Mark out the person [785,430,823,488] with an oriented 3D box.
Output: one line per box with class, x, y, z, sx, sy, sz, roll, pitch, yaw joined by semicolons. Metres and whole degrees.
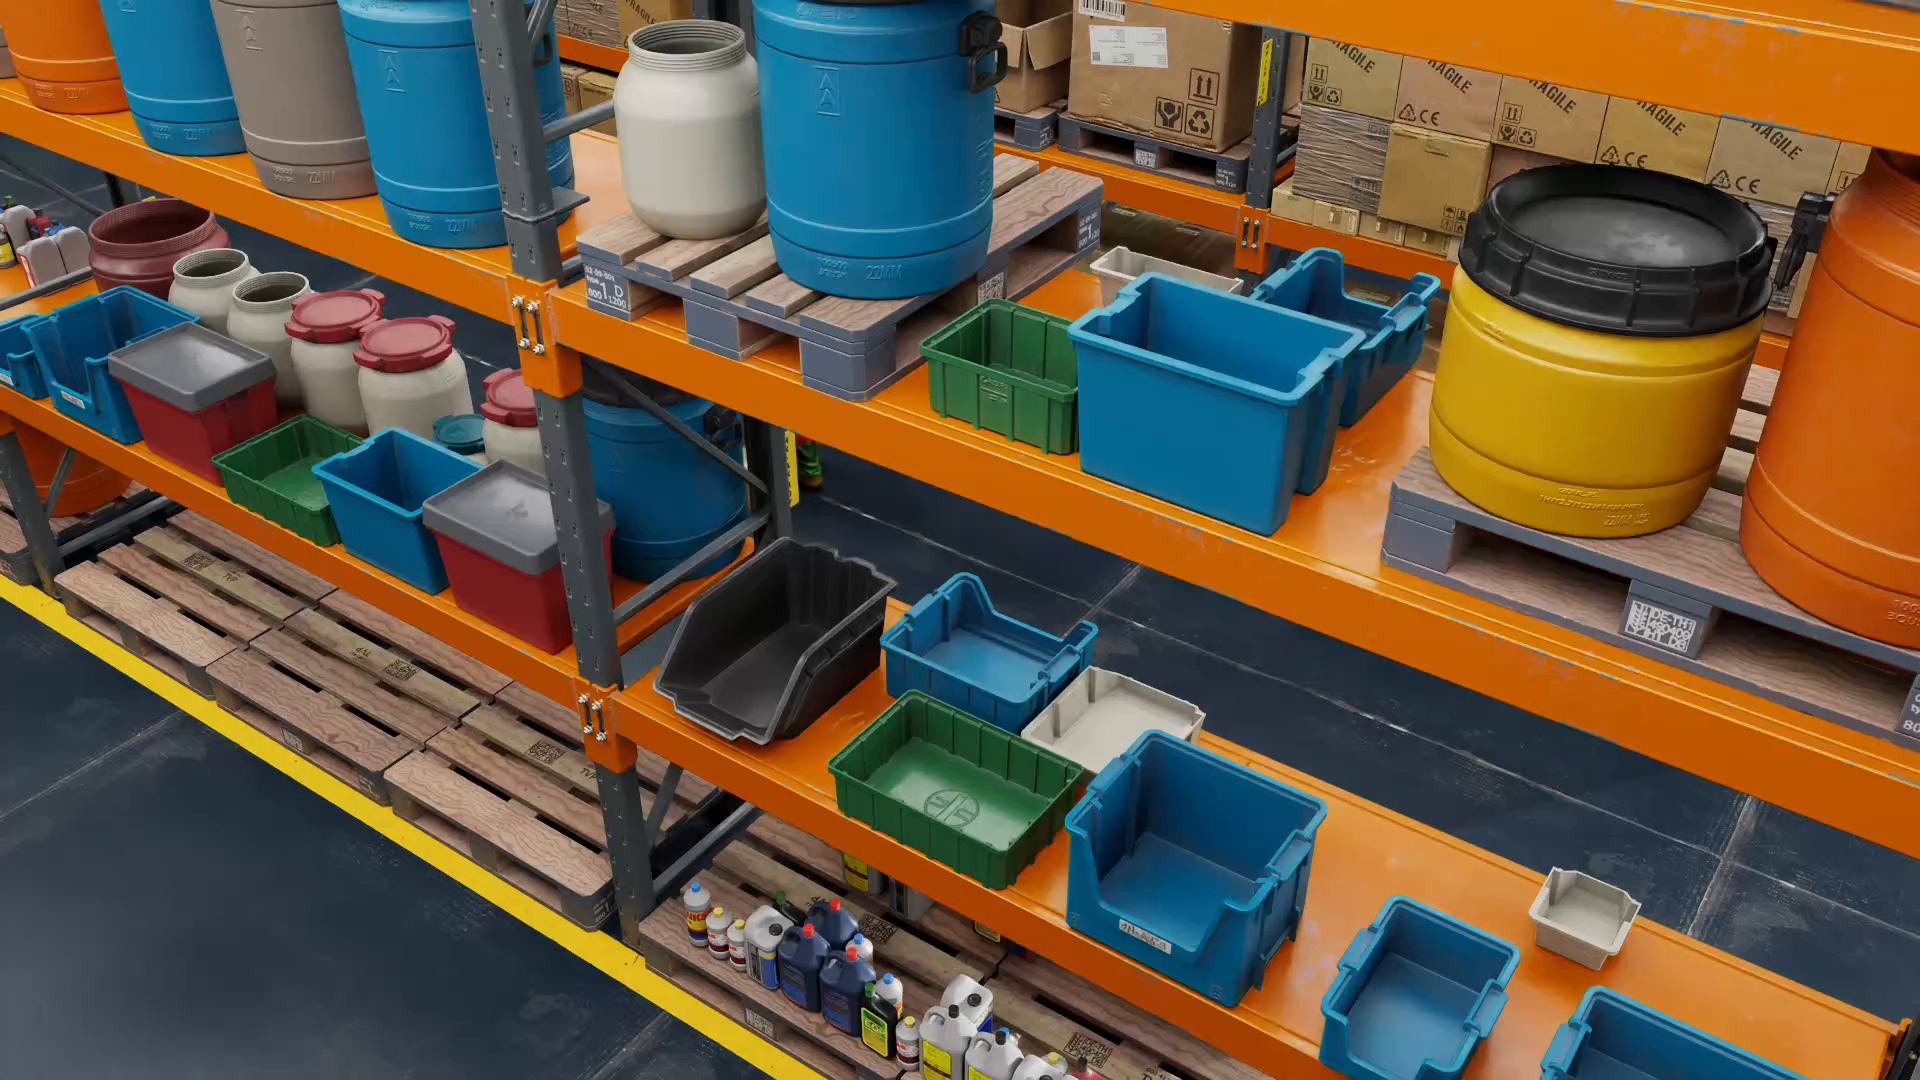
person;-0.934;-1.114;8.765;0.563;1.841;0.586;29;43;35
